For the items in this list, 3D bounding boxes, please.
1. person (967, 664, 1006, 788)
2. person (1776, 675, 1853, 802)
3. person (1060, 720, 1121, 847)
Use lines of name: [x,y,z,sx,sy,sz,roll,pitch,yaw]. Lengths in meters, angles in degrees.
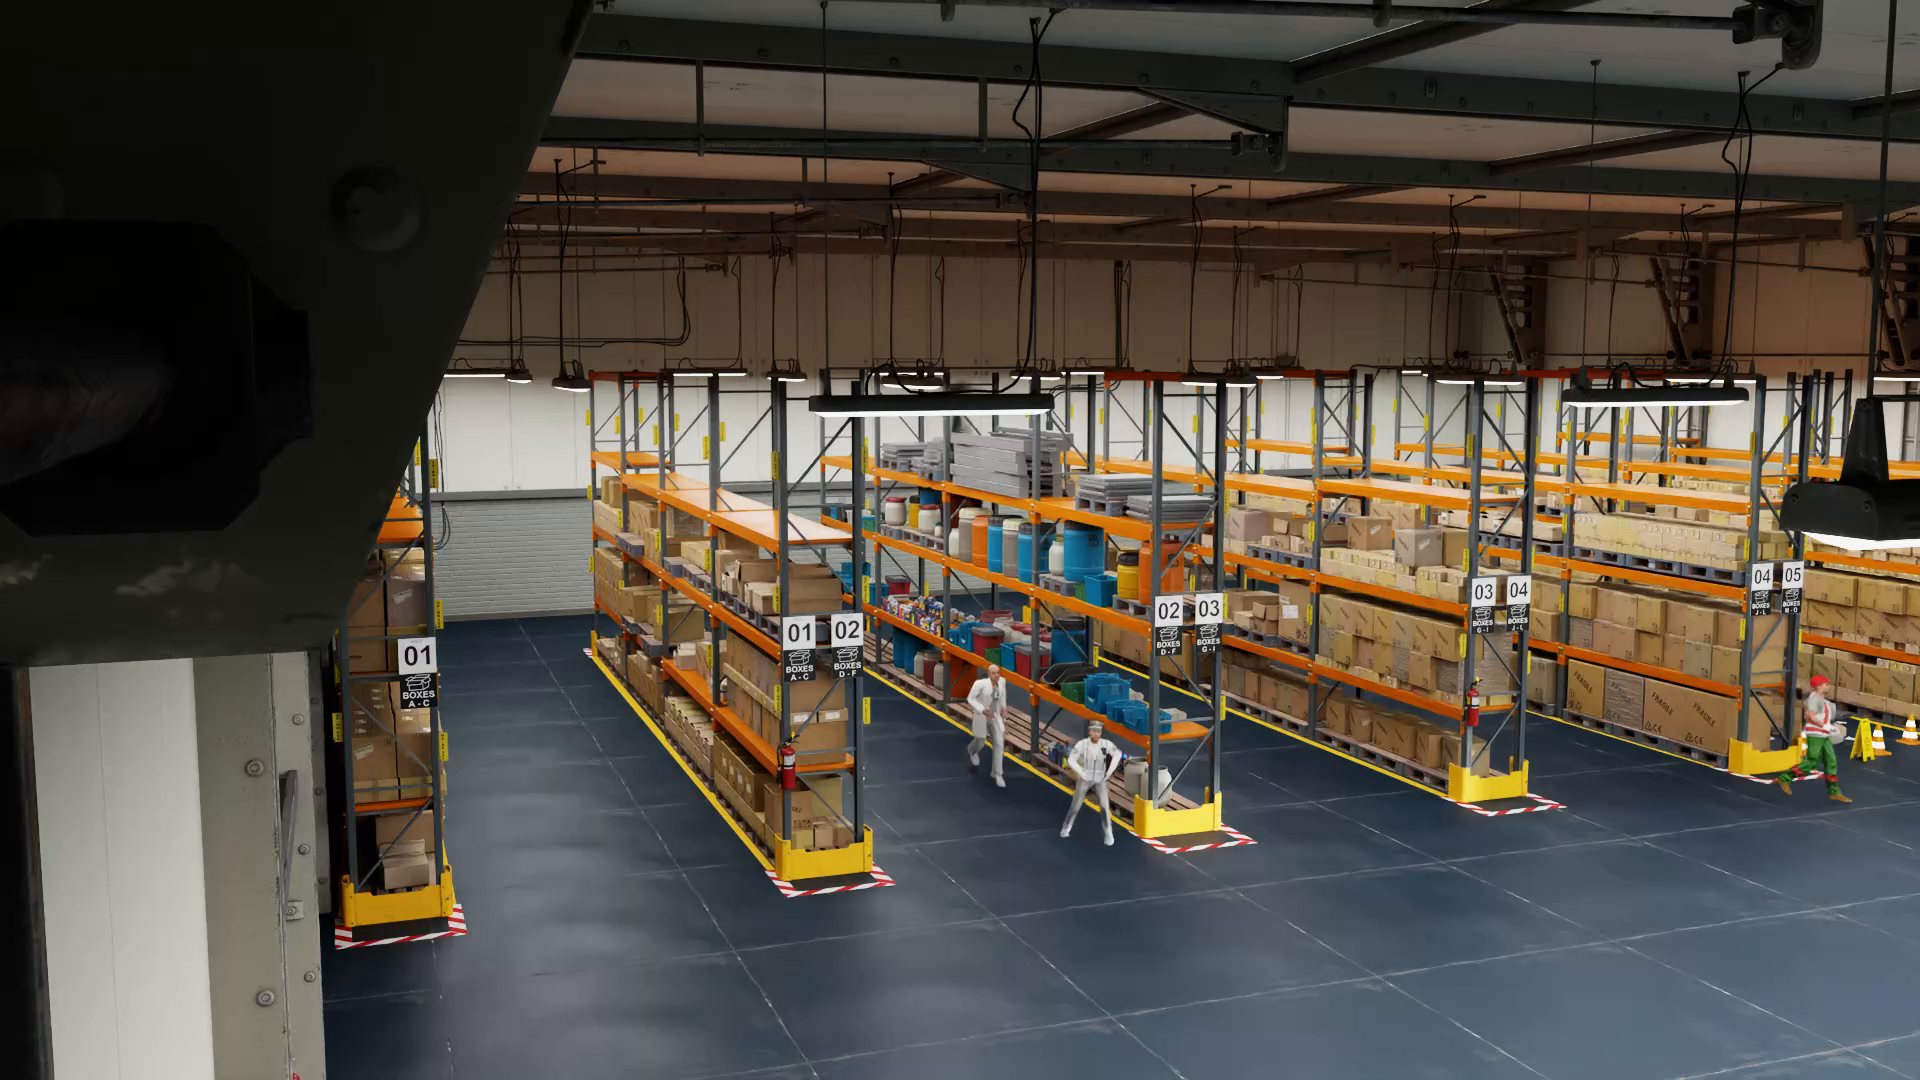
person: [0.394,2.701,24.808,0.712,1.778,1.188,-3,7,-22]
person: [12.243,2.799,23.702,0.985,1.748,0.717,4,8,34]
person: [1.688,3.124,21.588,0.746,1.643,0.676,0,6,-3]
